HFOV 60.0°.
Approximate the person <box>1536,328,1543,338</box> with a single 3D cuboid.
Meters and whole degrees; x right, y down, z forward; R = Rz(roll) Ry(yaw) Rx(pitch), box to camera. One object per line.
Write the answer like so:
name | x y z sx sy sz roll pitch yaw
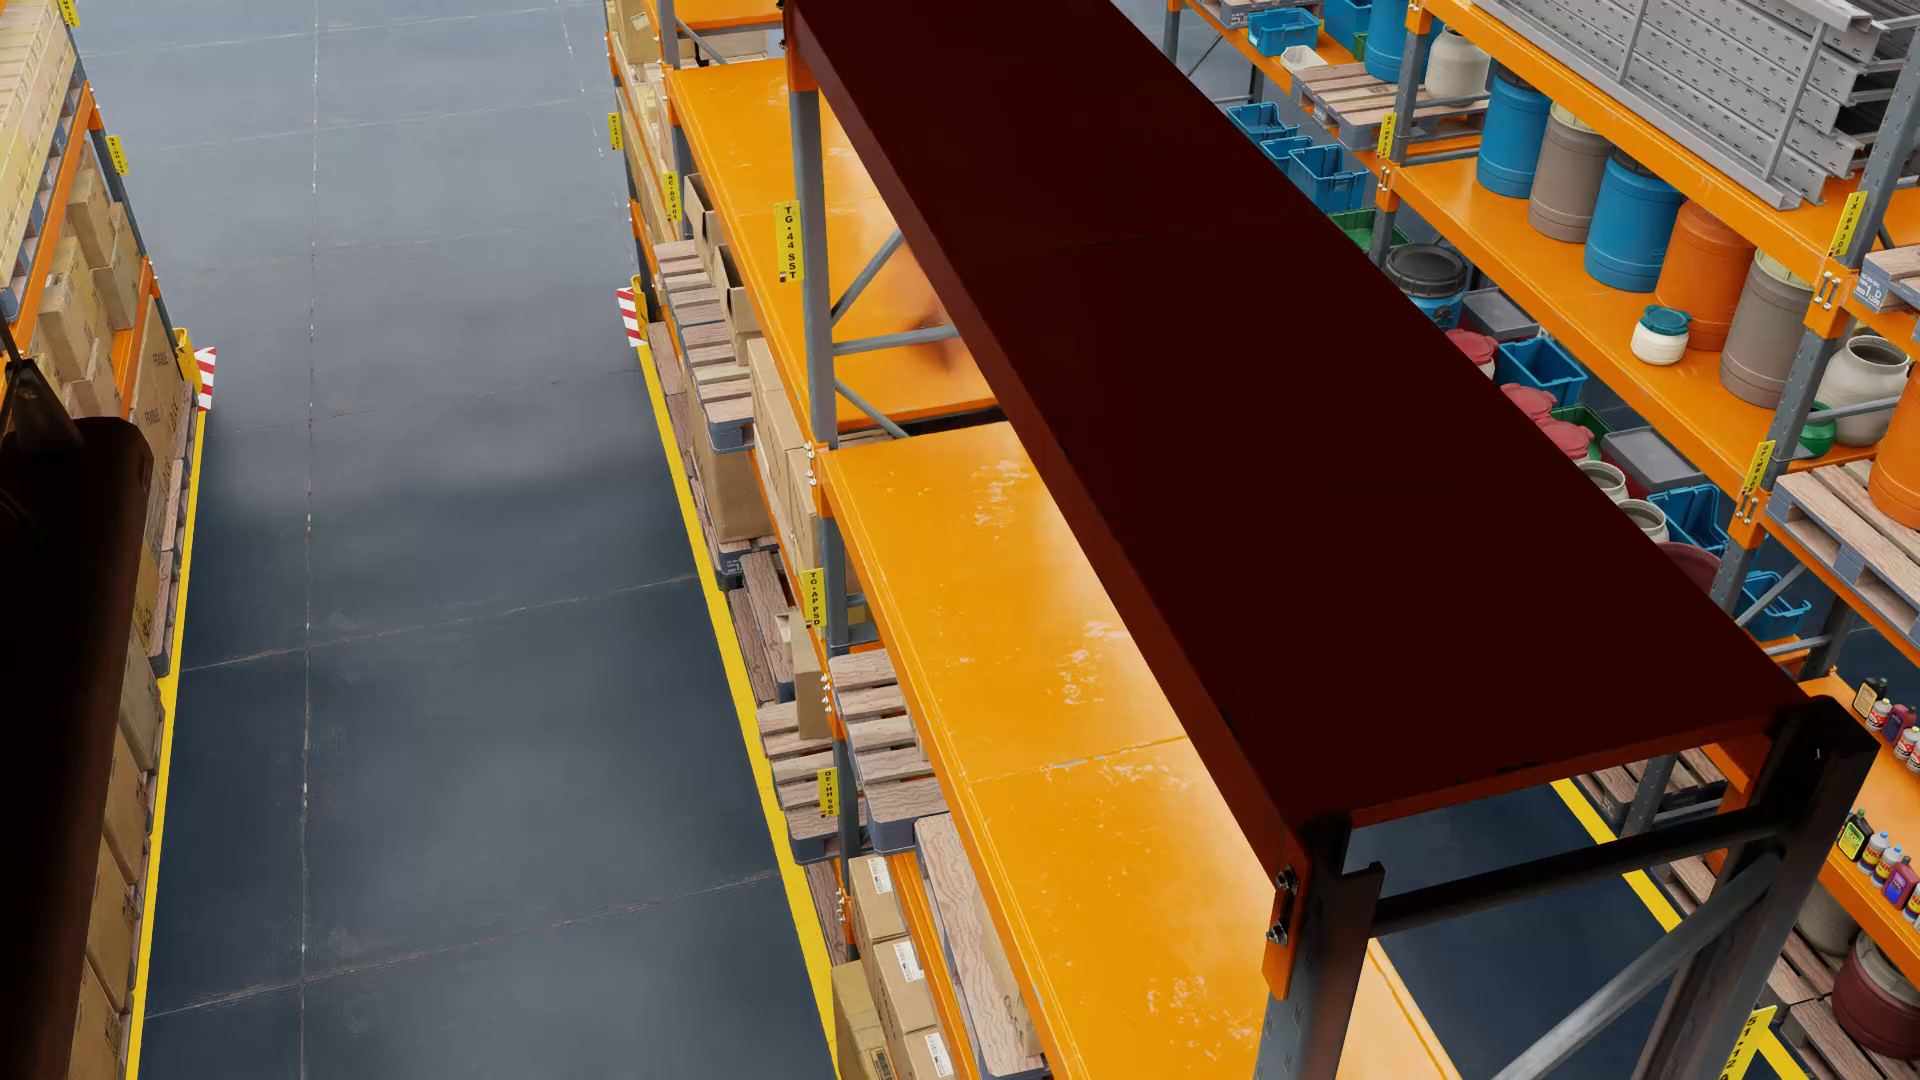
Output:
person | 4.891 -2.267 14.375 0.546 1.624 0.554 -15 41 -18
